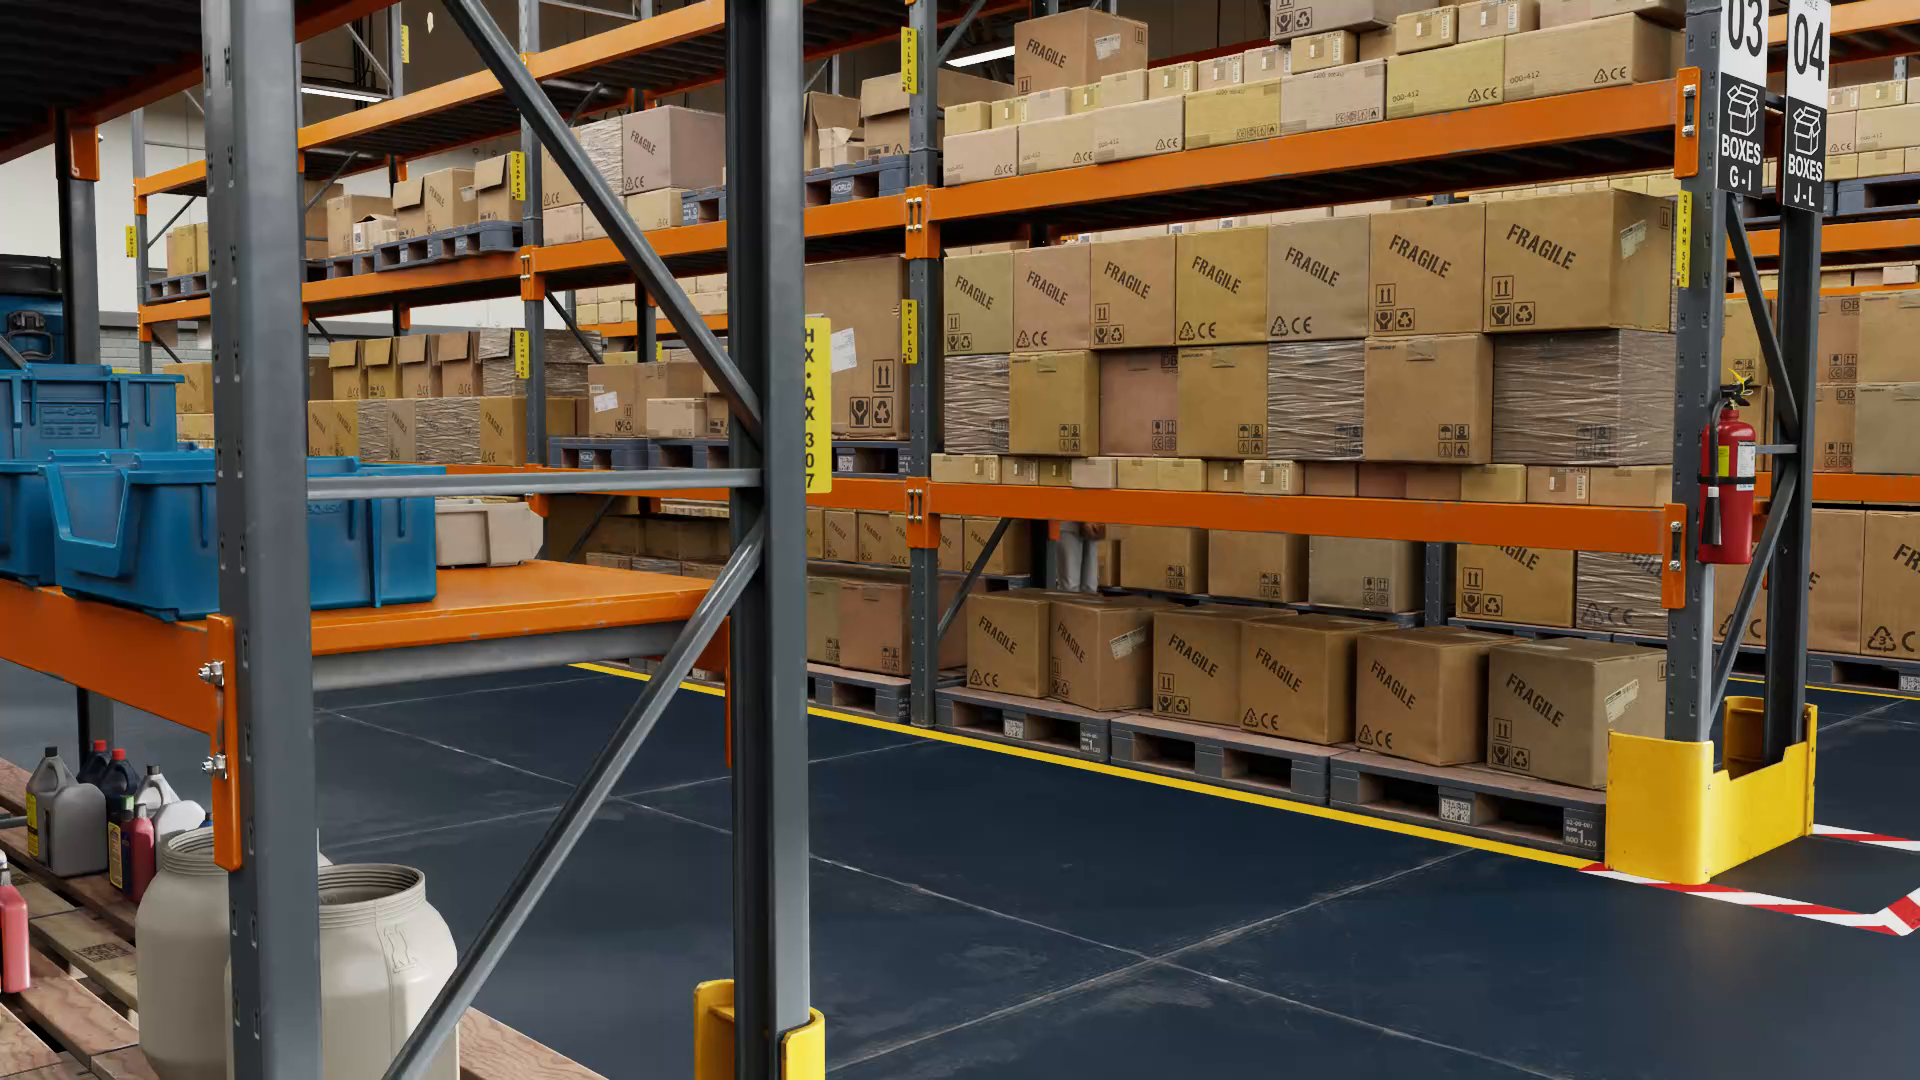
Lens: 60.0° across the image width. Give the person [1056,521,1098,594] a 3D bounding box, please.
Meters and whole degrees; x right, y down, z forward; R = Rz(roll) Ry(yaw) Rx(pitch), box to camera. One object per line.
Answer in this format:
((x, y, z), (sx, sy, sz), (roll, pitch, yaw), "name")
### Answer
((0.844, -0.039, 11.543), (0.452, 1.676, 0.534), (-4, 6, -44), "person")
